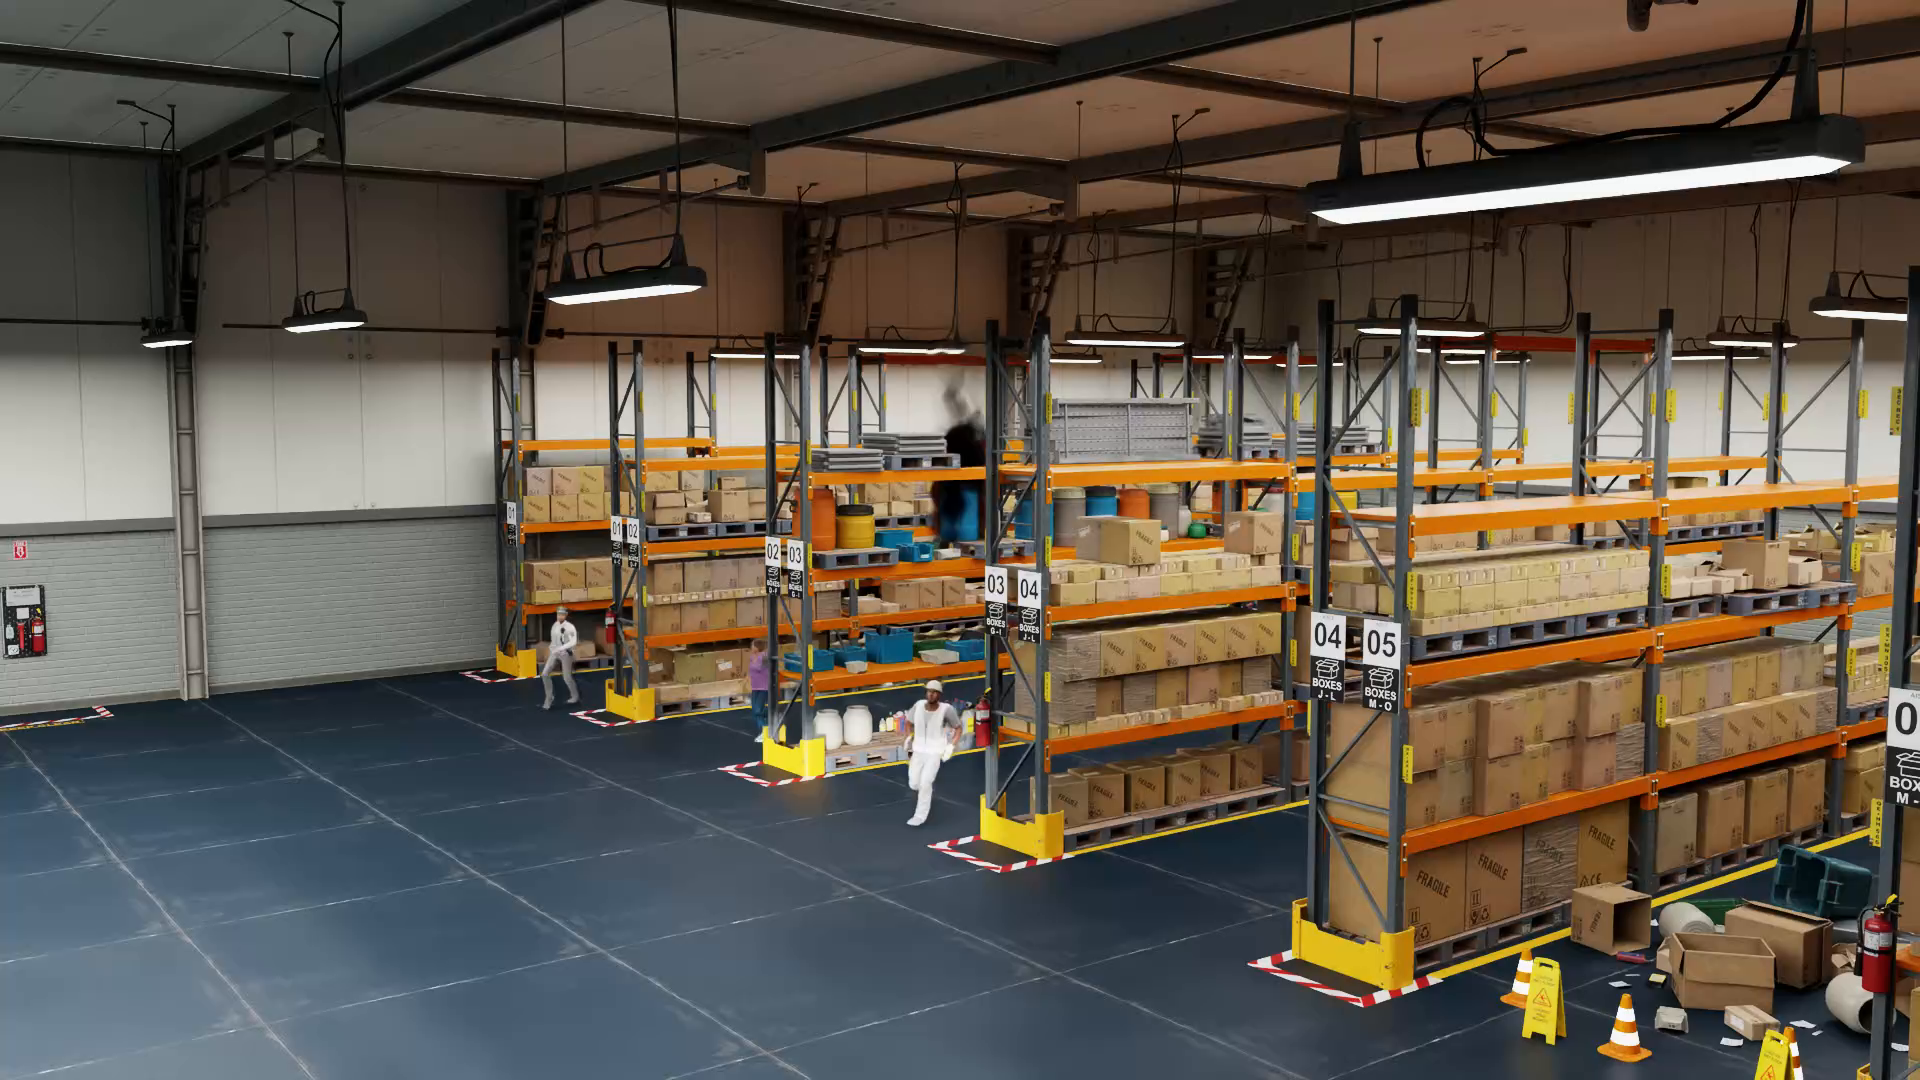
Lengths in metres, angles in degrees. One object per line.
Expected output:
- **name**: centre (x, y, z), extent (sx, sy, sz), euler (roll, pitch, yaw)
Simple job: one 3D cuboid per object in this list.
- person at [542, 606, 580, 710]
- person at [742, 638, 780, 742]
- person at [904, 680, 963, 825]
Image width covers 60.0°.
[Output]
- **person**: centre (-6.551, 1.928, 27.438), extent (0.620, 1.717, 0.679), euler (3, 6, 27)
- **person**: centre (-2.941, 2.230, 24.706), extent (0.565, 1.565, 0.606), euler (4, 7, 41)
- **person**: centre (-0.323, 2.539, 20.046), extent (0.727, 1.740, 0.708), euler (2, 5, 19)
